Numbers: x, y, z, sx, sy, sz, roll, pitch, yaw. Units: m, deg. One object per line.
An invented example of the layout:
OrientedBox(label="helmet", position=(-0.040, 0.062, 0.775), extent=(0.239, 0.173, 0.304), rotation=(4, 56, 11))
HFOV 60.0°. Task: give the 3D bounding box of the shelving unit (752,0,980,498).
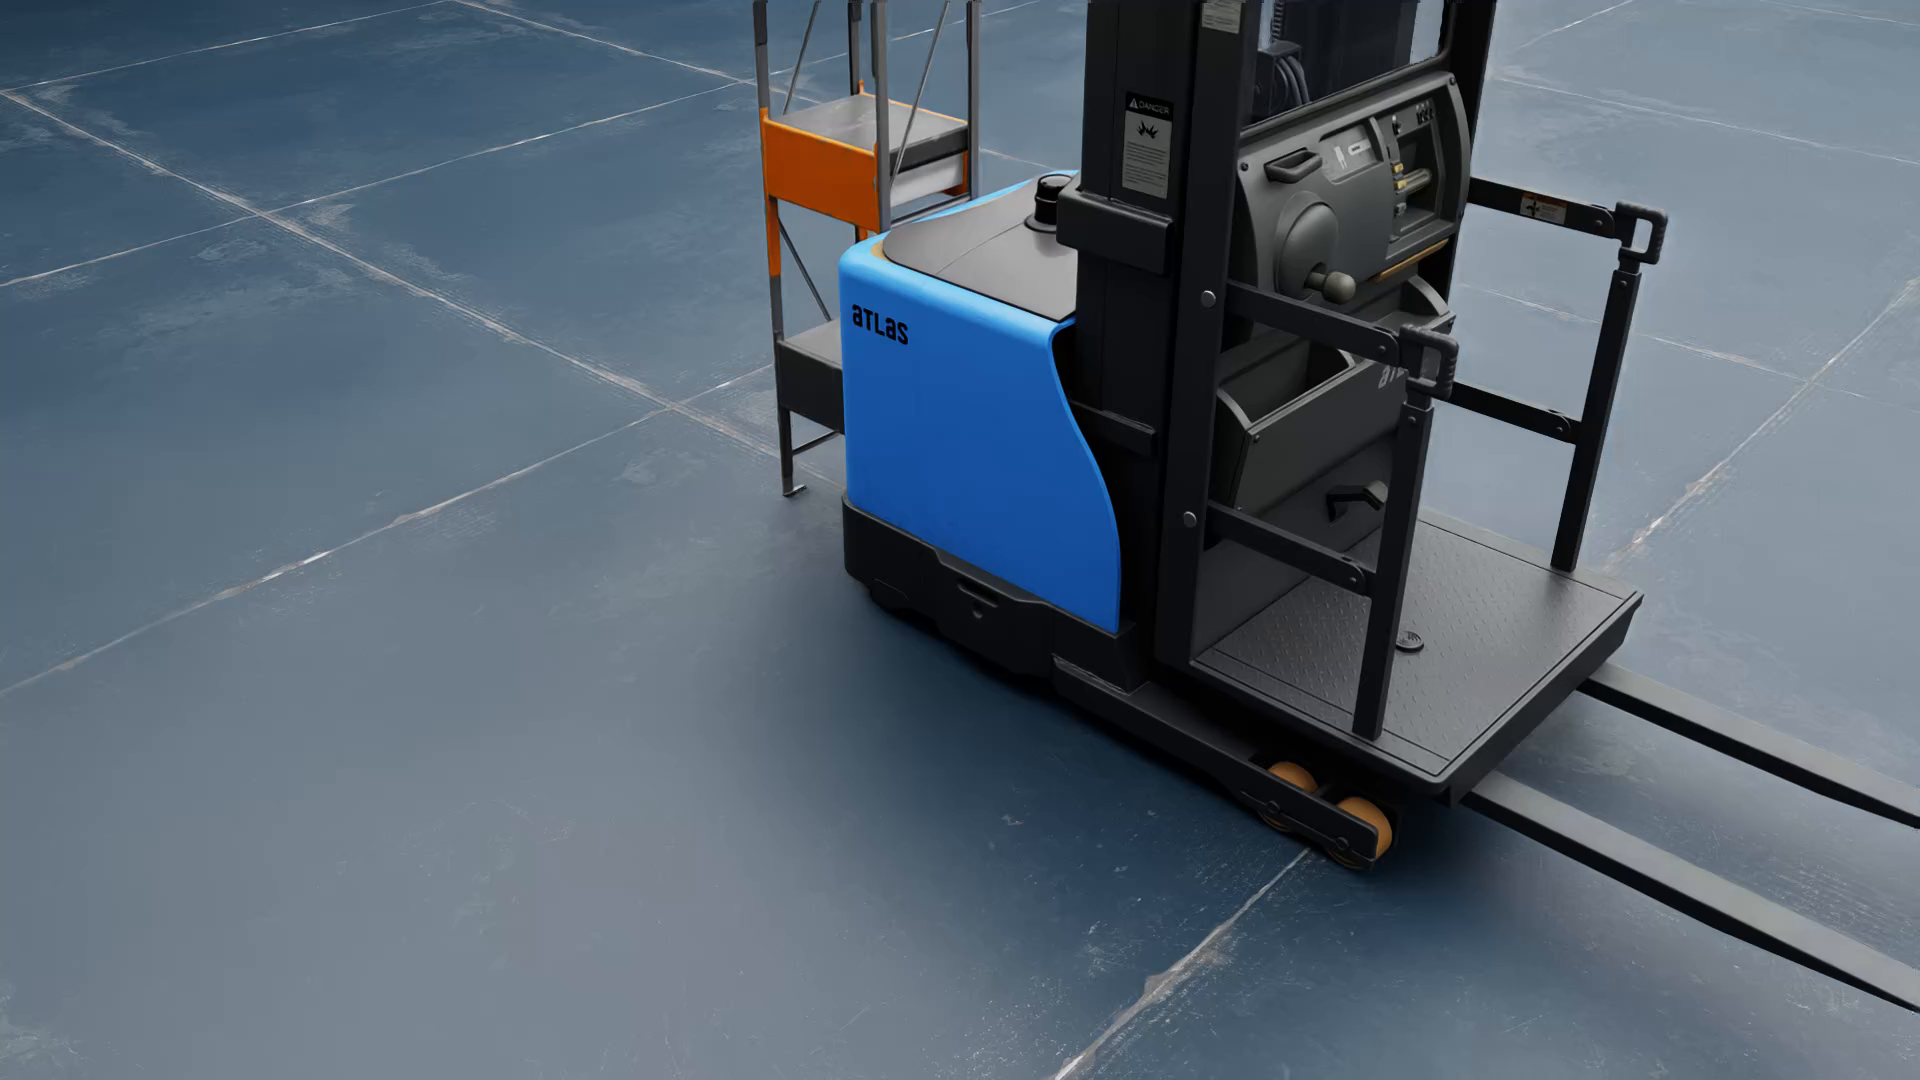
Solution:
OrientedBox(label="shelving unit", position=(-0.264, -1.031, 4.926), extent=(0.503, 2.100, 0.431), rotation=(26, 39, 36))

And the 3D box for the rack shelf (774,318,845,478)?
OrientedBox(label="rack shelf", position=(-0.264, -0.419, 5.294), extent=(0.480, 0.518, 0.431), rotation=(26, 39, 36))

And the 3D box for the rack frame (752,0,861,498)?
OrientedBox(label="rack frame", position=(-0.442, -1.117, 5.069), extent=(0.015, 2.100, 0.400), rotation=(26, 39, 36))

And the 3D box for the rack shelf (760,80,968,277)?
OrientedBox(label="rack shelf", position=(-0.264, -1.019, 4.933), extent=(0.480, 0.518, 0.431), rotation=(26, 39, 36))

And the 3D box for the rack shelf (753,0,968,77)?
OrientedBox(label="rack shelf", position=(-0.264, -1.619, 4.572), extent=(0.480, 0.518, 0.431), rotation=(26, 39, 36))

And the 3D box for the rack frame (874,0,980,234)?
OrientedBox(label="rack frame", position=(-0.086, -0.945, 4.784), extent=(0.015, 2.100, 0.400), rotation=(26, 39, 36))

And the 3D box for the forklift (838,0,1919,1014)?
OrientedBox(label="forklift", position=(1.075, -0.781, 3.706), extent=(3.031, 2.935, 1.130), rotation=(26, 39, 36))
